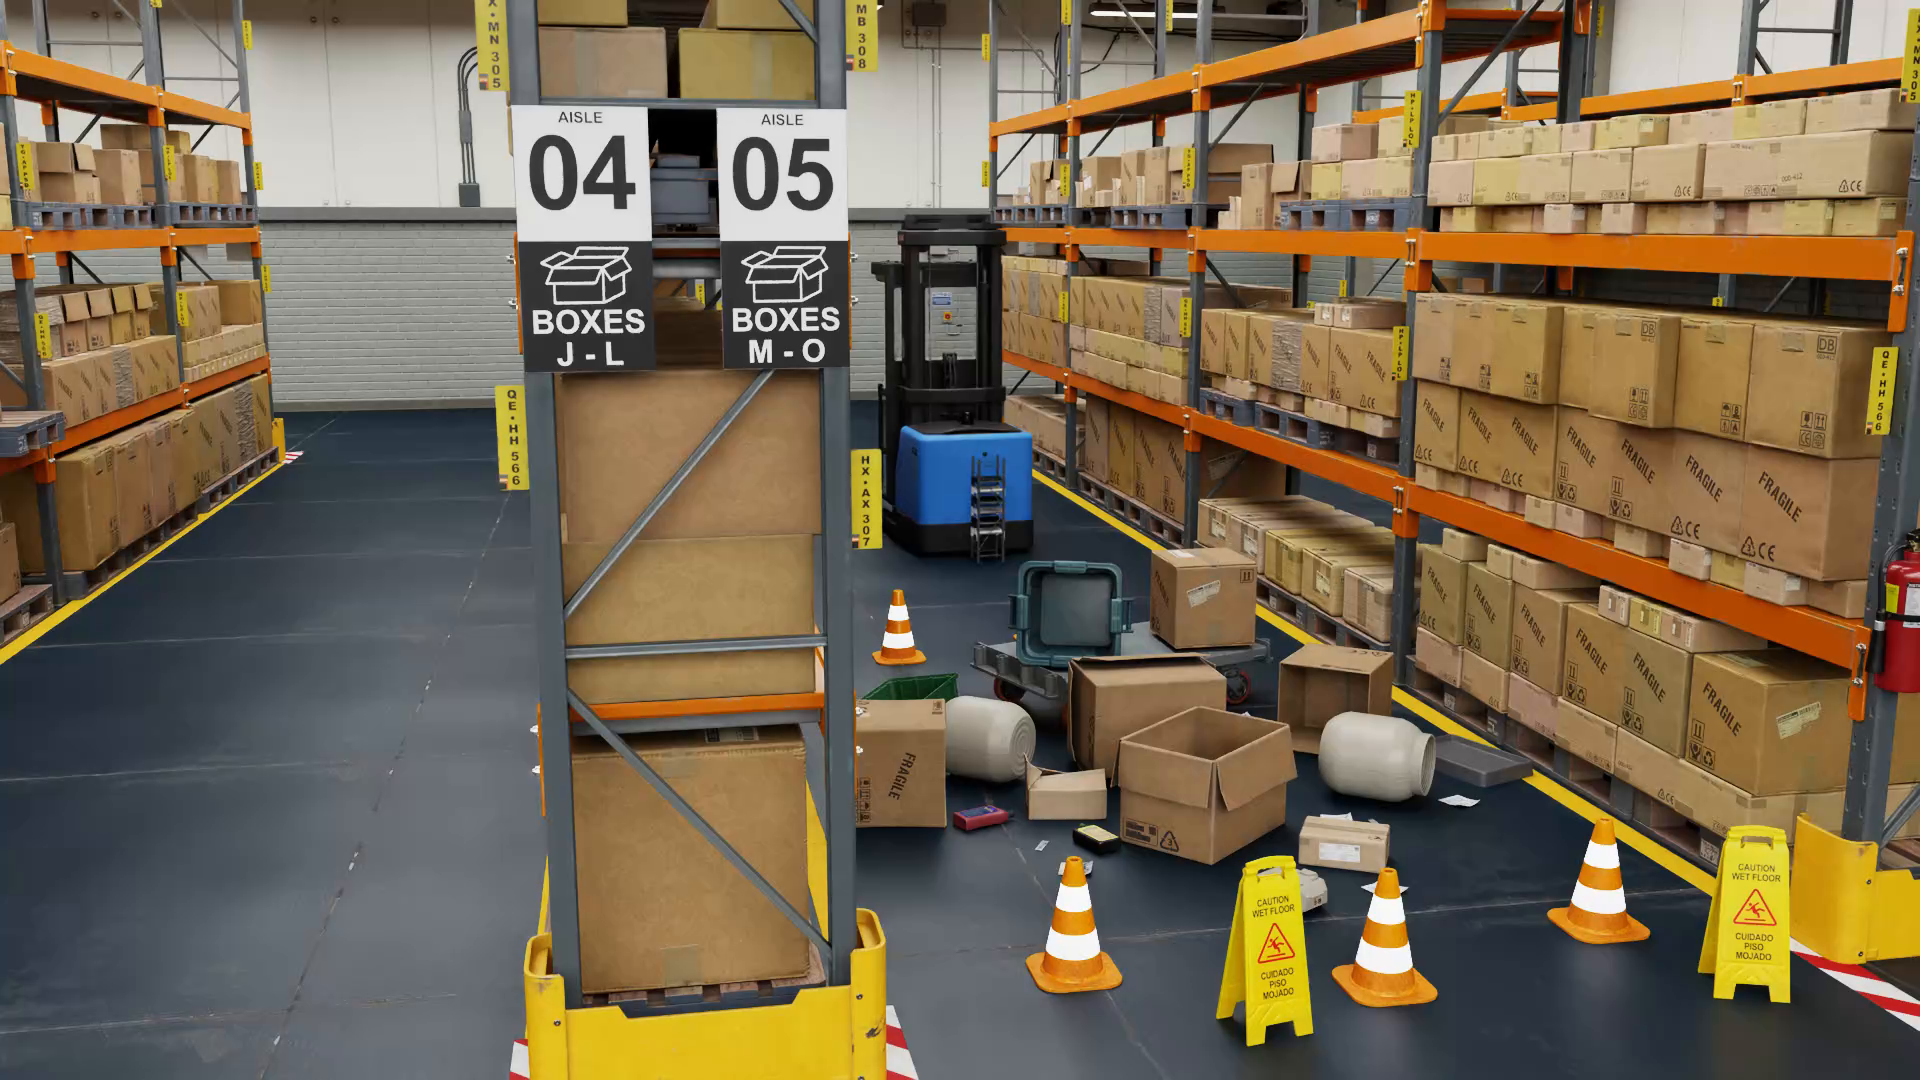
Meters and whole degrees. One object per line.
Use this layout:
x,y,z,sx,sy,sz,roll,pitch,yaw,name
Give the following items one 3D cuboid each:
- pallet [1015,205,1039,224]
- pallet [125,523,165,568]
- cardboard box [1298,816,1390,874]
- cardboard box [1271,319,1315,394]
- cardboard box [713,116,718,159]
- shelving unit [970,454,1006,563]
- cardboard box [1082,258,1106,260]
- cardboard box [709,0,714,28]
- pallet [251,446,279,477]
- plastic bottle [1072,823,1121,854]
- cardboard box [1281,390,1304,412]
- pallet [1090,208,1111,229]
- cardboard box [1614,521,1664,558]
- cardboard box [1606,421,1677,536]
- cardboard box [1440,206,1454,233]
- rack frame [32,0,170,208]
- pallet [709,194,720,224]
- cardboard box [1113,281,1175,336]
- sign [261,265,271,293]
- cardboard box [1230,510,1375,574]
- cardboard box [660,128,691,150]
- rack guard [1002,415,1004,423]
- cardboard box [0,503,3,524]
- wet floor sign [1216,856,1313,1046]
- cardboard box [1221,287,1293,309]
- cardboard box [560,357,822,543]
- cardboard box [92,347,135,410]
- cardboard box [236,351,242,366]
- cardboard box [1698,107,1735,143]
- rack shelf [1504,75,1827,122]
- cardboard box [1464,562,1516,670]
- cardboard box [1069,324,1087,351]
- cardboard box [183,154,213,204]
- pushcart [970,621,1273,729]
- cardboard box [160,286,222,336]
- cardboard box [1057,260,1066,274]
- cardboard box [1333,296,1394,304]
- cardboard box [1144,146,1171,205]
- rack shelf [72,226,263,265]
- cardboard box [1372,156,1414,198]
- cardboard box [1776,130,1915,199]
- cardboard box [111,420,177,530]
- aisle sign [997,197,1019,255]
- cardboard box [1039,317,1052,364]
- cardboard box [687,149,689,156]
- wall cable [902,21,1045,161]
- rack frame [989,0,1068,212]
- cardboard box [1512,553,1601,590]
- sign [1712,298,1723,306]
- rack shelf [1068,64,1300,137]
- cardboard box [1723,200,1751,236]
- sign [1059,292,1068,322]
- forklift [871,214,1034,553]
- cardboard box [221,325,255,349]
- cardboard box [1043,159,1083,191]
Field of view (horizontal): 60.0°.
1.270,-3.852,19.682,1.003,0.211,1.213,-2,11,-11,pallet
-7.603,0.045,14.450,1.003,0.211,1.213,-2,11,-11,pallet
1.750,1.386,7.570,0.380,0.149,0.250,4,11,18,cardboard box
2.599,-1.341,12.087,0.500,0.500,0.500,-3,11,-13,cardboard box
-0.652,-1.376,5.715,0.380,0.149,0.250,-2,11,-10,cardboard box
0.240,-0.268,14.239,0.258,0.900,0.210,-3,12,-14,shelving unit
1.548,-3.207,19.402,0.380,0.149,0.250,-2,11,-11,cardboard box
-0.650,-1.765,5.628,0.380,0.149,0.250,-2,11,-11,cardboard box
-8.614,-0.908,19.456,1.003,0.211,1.213,-2,11,-11,pallet
0.620,1.390,7.782,0.133,0.061,0.283,-6,13,-31,plastic bottle
2.578,-1.033,12.205,0.380,0.149,0.250,-2,11,-9,cardboard box
1.879,-3.262,16.854,0.805,0.209,1.217,-3,11,-13,pallet
3.387,-0.017,7.989,0.380,0.149,0.250,-2,11,-12,cardboard box
3.424,-0.316,7.826,0.500,0.500,0.500,-2,11,-11,cardboard box
3.027,-1.865,9.674,0.380,0.149,0.250,-2,11,-12,cardboard box
-8.068,-4.635,15.536,1.000,3.000,0.127,-2,11,-11,rack frame
-1.478,-1.662,8.176,1.003,0.211,1.213,-2,11,-11,pallet
1.784,-2.219,15.943,0.500,0.500,0.500,-2,11,-12,cardboard box
-8.311,-3.124,19.911,0.100,0.325,0.005,-2,11,-11,sign
2.682,0.009,13.086,0.950,0.372,0.625,-2,11,-12,cardboard box
-1.182,-2.010,7.983,0.500,0.250,0.500,-2,11,-11,cardboard box
0.870,-1.559,22.102,1.175,0.500,0.348,-2,11,-11,rack guard
-7.130,-0.189,11.725,0.500,0.250,0.500,-2,11,-9,cardboard box
1.099,1.441,5.954,0.267,0.644,0.232,-4,12,-21,wet floor sign
2.575,-1.955,14.555,0.500,0.500,0.500,-2,11,-13,cardboard box
-0.883,-0.323,5.634,0.875,0.550,0.550,-2,11,-11,cardboard box
-7.419,-1.383,14.225,0.500,0.500,0.500,-2,11,-11,cardboard box
-8.203,-2.010,18.461,0.380,0.149,0.250,-2,11,-11,cardboard box
3.512,-1.829,7.355,0.380,0.149,0.250,-2,11,-11,cardboard box
6.910,-4.260,16.559,1.077,0.370,4.000,-2,11,-11,rack shelf
3.174,0.411,9.295,0.500,0.500,0.500,-2,11,-9,cardboard box
1.462,-2.129,17.480,0.500,0.250,0.500,-2,11,-13,cardboard box
-8.342,-3.807,17.551,0.700,0.500,0.500,-2,11,-9,cardboard box
0.982,0.799,10.043,1.648,0.377,0.936,-6,13,-31,pushcart
-8.104,-2.412,17.500,0.500,0.500,0.500,-2,11,-13,cardboard box
1.297,-3.051,18.580,0.380,0.149,0.250,-2,11,-11,cardboard box
3.026,-1.745,12.476,0.380,0.149,0.250,-3,11,-14,cardboard box
2.052,-3.218,14.724,0.700,0.500,0.500,-3,11,-14,cardboard box
-8.457,-3.175,17.811,1.077,0.370,4.000,-2,11,-11,rack shelf
2.953,-2.289,10.511,0.500,0.250,0.500,-2,11,-12,cardboard box
3.623,-1.478,6.574,0.500,0.250,0.500,-2,11,-12,cardboard box
-7.749,-0.570,14.782,1.225,0.875,0.875,-3,11,-13,cardboard box
0.576,-4.062,21.616,0.394,0.787,0.004,-2,11,-11,aisle sign
1.206,-2.268,18.874,0.500,0.500,0.500,-2,11,-12,cardboard box
-1.142,-1.840,8.151,0.380,0.149,0.250,-2,11,-10,cardboard box
0.230,-6.789,26.852,2.355,3.000,0.029,-2,11,-11,wall cable
0.875,-5.729,21.284,1.000,3.000,0.127,-2,11,-11,rack frame
3.181,0.163,8.863,0.380,0.149,0.250,-1,11,-8,cardboard box
6.768,-2.004,14.874,0.100,0.325,0.005,-2,11,-11,sign
2.042,-4.079,15.607,1.077,0.370,4.000,-2,11,-11,rack shelf
3.560,-1.396,7.213,0.380,0.149,0.250,-2,11,-11,cardboard box
1.109,-2.492,17.794,0.100,0.325,0.005,-2,11,-11,sign
-0.209,-1.558,15.595,1.130,2.935,3.031,-3,11,-14,forklift
-8.394,-2.322,19.032,0.500,0.250,0.500,-2,11,-12,cardboard box
1.359,-4.074,18.945,0.797,0.503,0.637,-1,11,-7,cardboard box
